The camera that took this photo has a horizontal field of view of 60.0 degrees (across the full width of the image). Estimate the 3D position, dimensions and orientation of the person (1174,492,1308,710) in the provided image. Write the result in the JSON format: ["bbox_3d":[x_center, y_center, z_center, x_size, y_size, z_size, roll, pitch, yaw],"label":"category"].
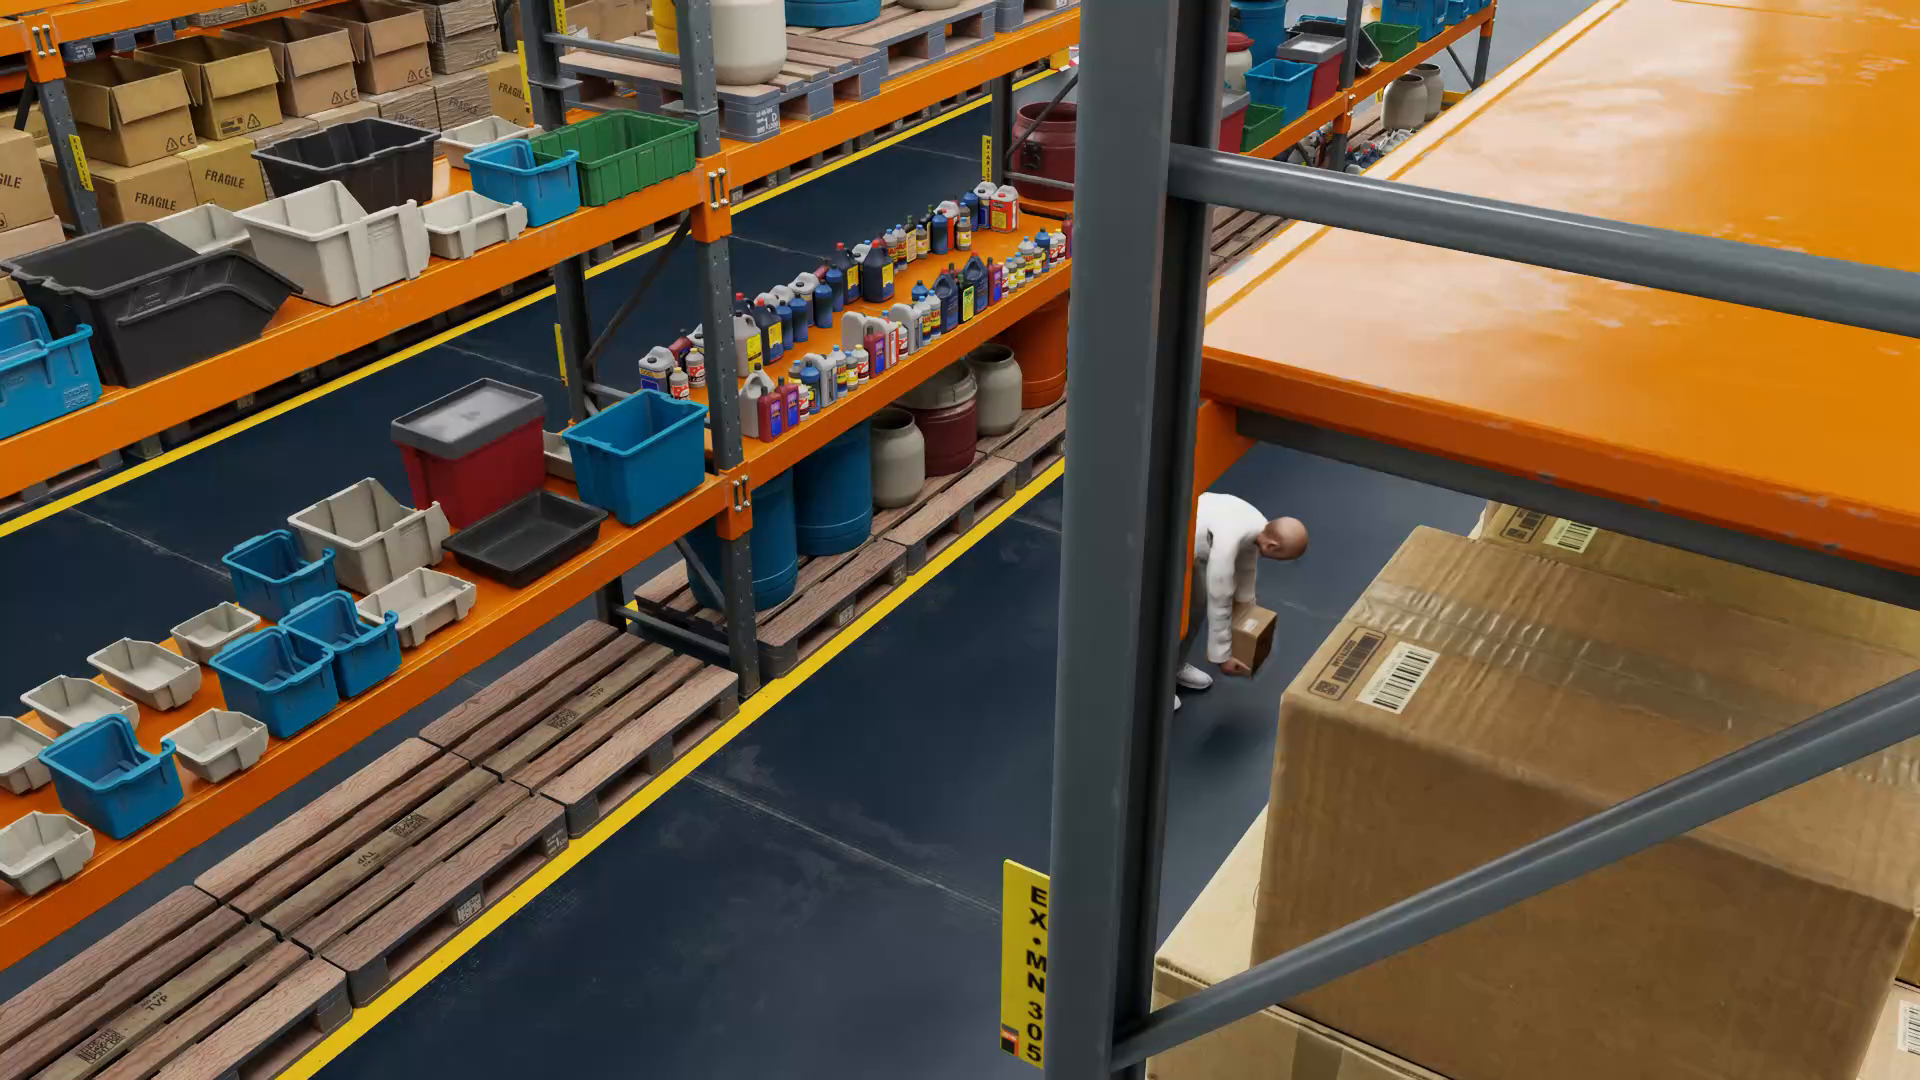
[{"bbox_3d":[1.211,0.318,8.217,0.945,1.157,0.557,16,34,26],"label":"person"}]
